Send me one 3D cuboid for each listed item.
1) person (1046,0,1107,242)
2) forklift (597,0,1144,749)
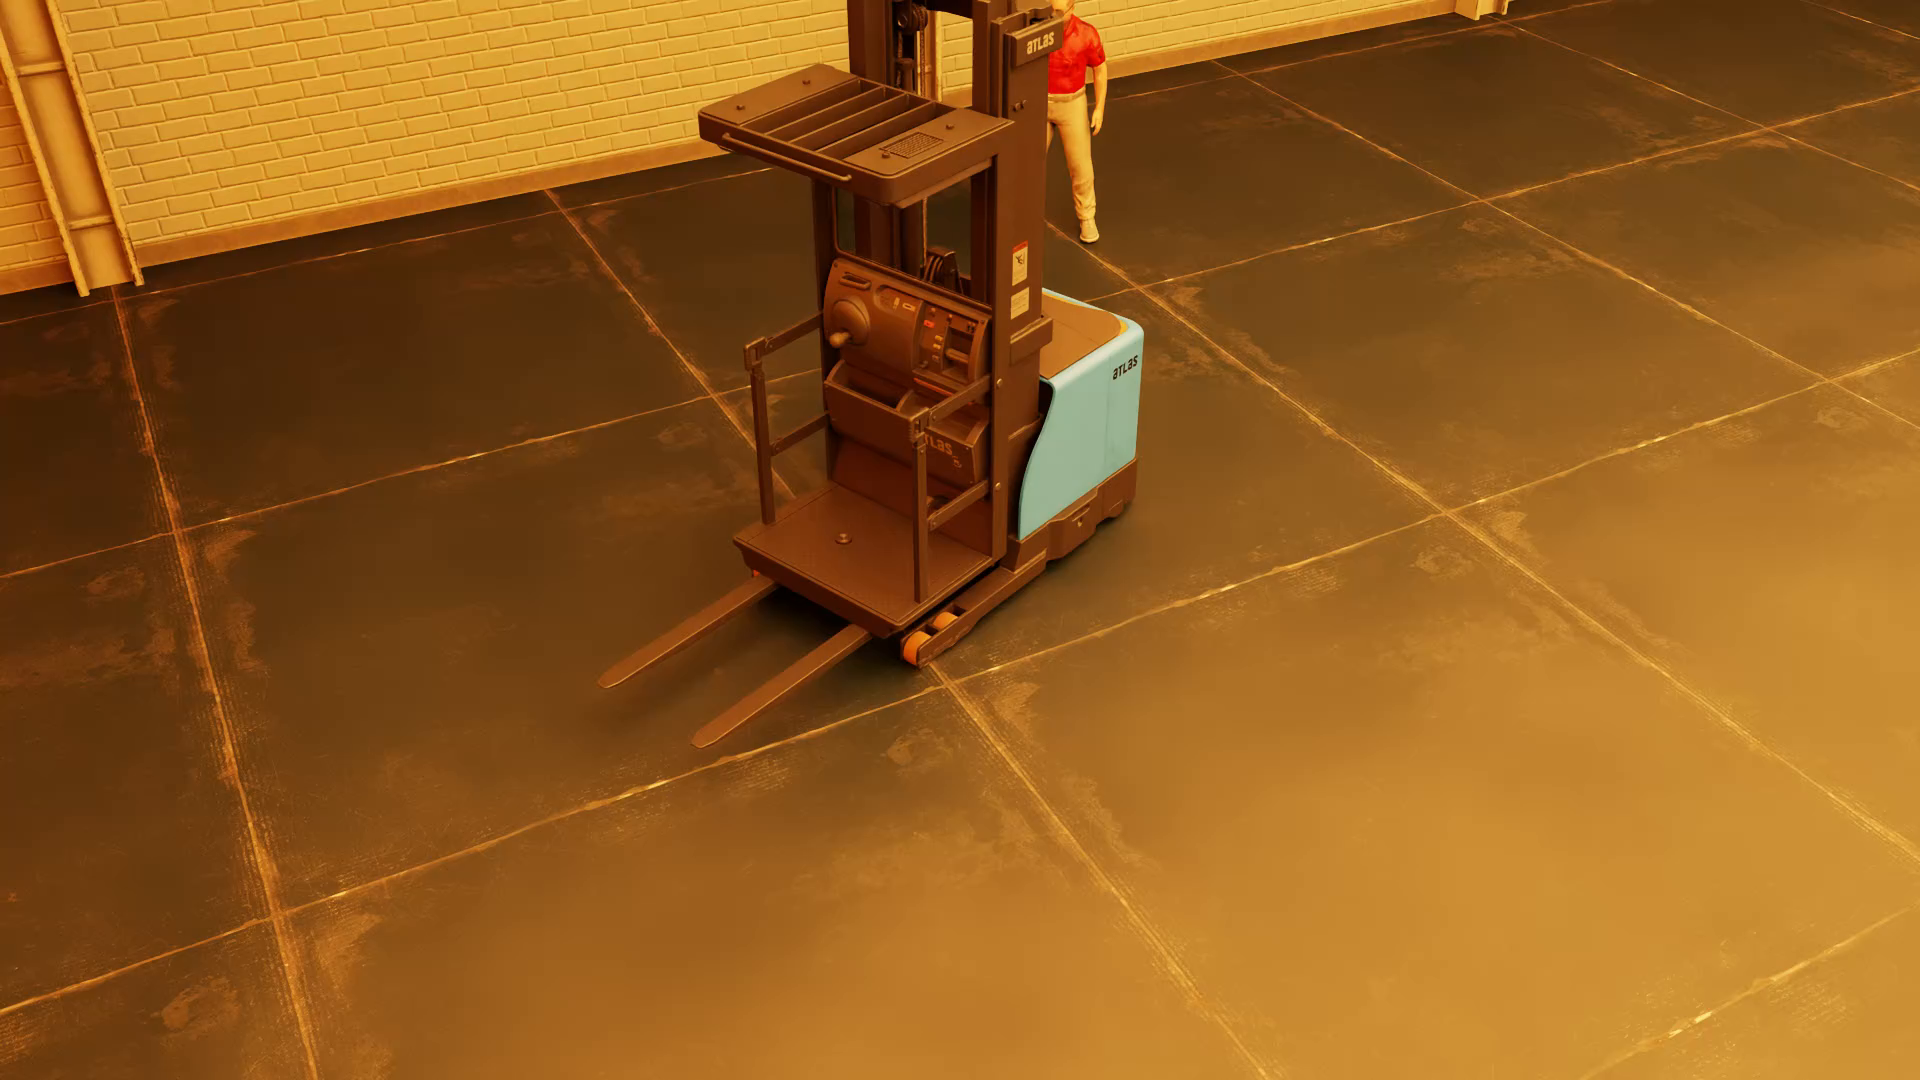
[{"bbox_3d":[0.664,-2.901,11.273,0.677,1.733,0.453,9,36,12],"label":"person"},{"bbox_3d":[-0.390,-0.927,7.434,1.130,2.935,3.031,26,43,31],"label":"forklift"}]
